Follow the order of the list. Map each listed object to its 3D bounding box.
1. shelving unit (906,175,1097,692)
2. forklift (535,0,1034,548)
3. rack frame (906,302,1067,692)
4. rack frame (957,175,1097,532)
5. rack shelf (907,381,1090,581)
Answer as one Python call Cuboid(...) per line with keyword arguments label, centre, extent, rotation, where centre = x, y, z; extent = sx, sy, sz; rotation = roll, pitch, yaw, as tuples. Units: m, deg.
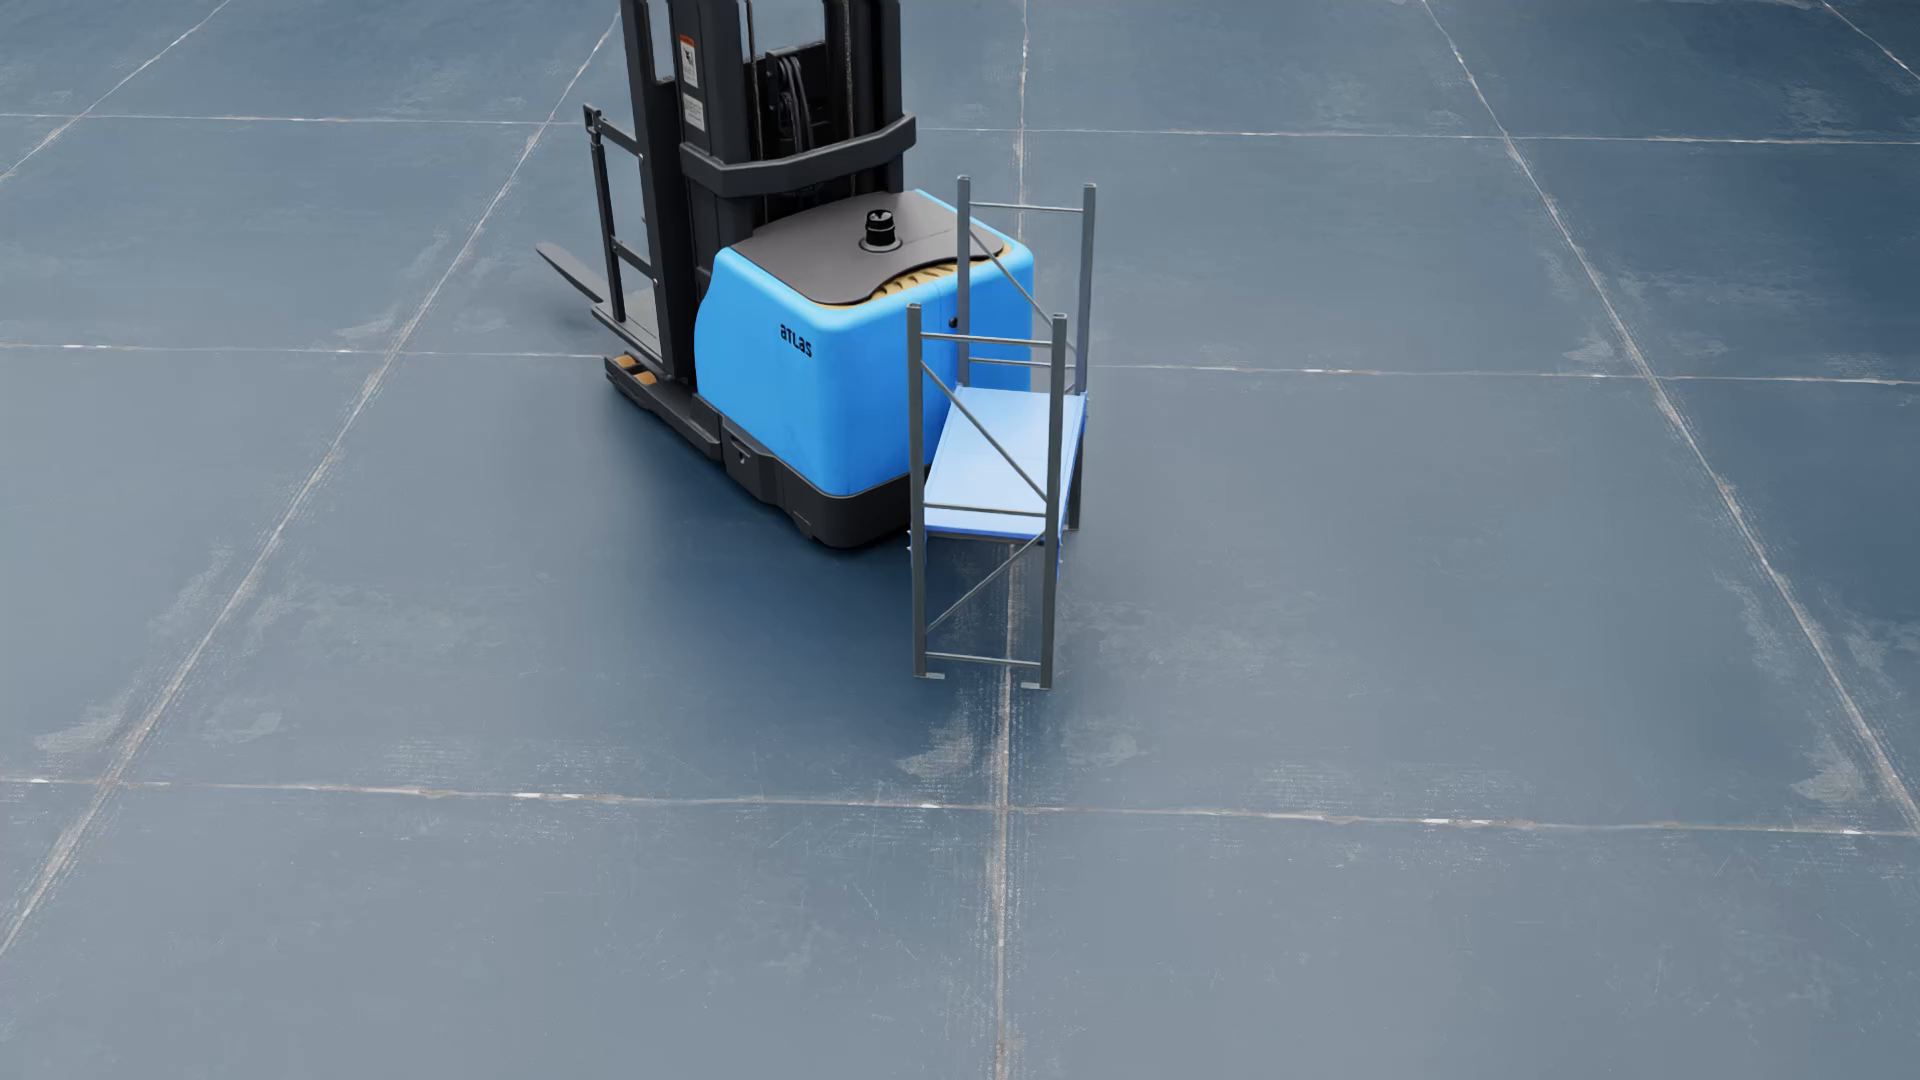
Cuboid(label="shelving unit", centre=(0.161, -0.387, 5.996), extent=(0.538, 1.500, 1.048), rotation=(5, 35, 7))
Cuboid(label="forklift", centre=(-0.989, -1.956, 6.985), extent=(1.130, 2.935, 3.031), rotation=(-24, 42, -30))
Cuboid(label="rack frame", centre=(0.082, -0.098, 5.585), extent=(0.500, 1.500, 0.032), rotation=(5, 35, 7))
Cuboid(label="rack frame", centre=(0.240, -0.676, 6.407), extent=(0.500, 1.500, 0.032), rotation=(5, 35, 7))
Cuboid(label="rack shelf", centre=(0.161, -0.240, 6.100), extent=(0.538, 0.185, 1.000), rotation=(5, 35, 7))
